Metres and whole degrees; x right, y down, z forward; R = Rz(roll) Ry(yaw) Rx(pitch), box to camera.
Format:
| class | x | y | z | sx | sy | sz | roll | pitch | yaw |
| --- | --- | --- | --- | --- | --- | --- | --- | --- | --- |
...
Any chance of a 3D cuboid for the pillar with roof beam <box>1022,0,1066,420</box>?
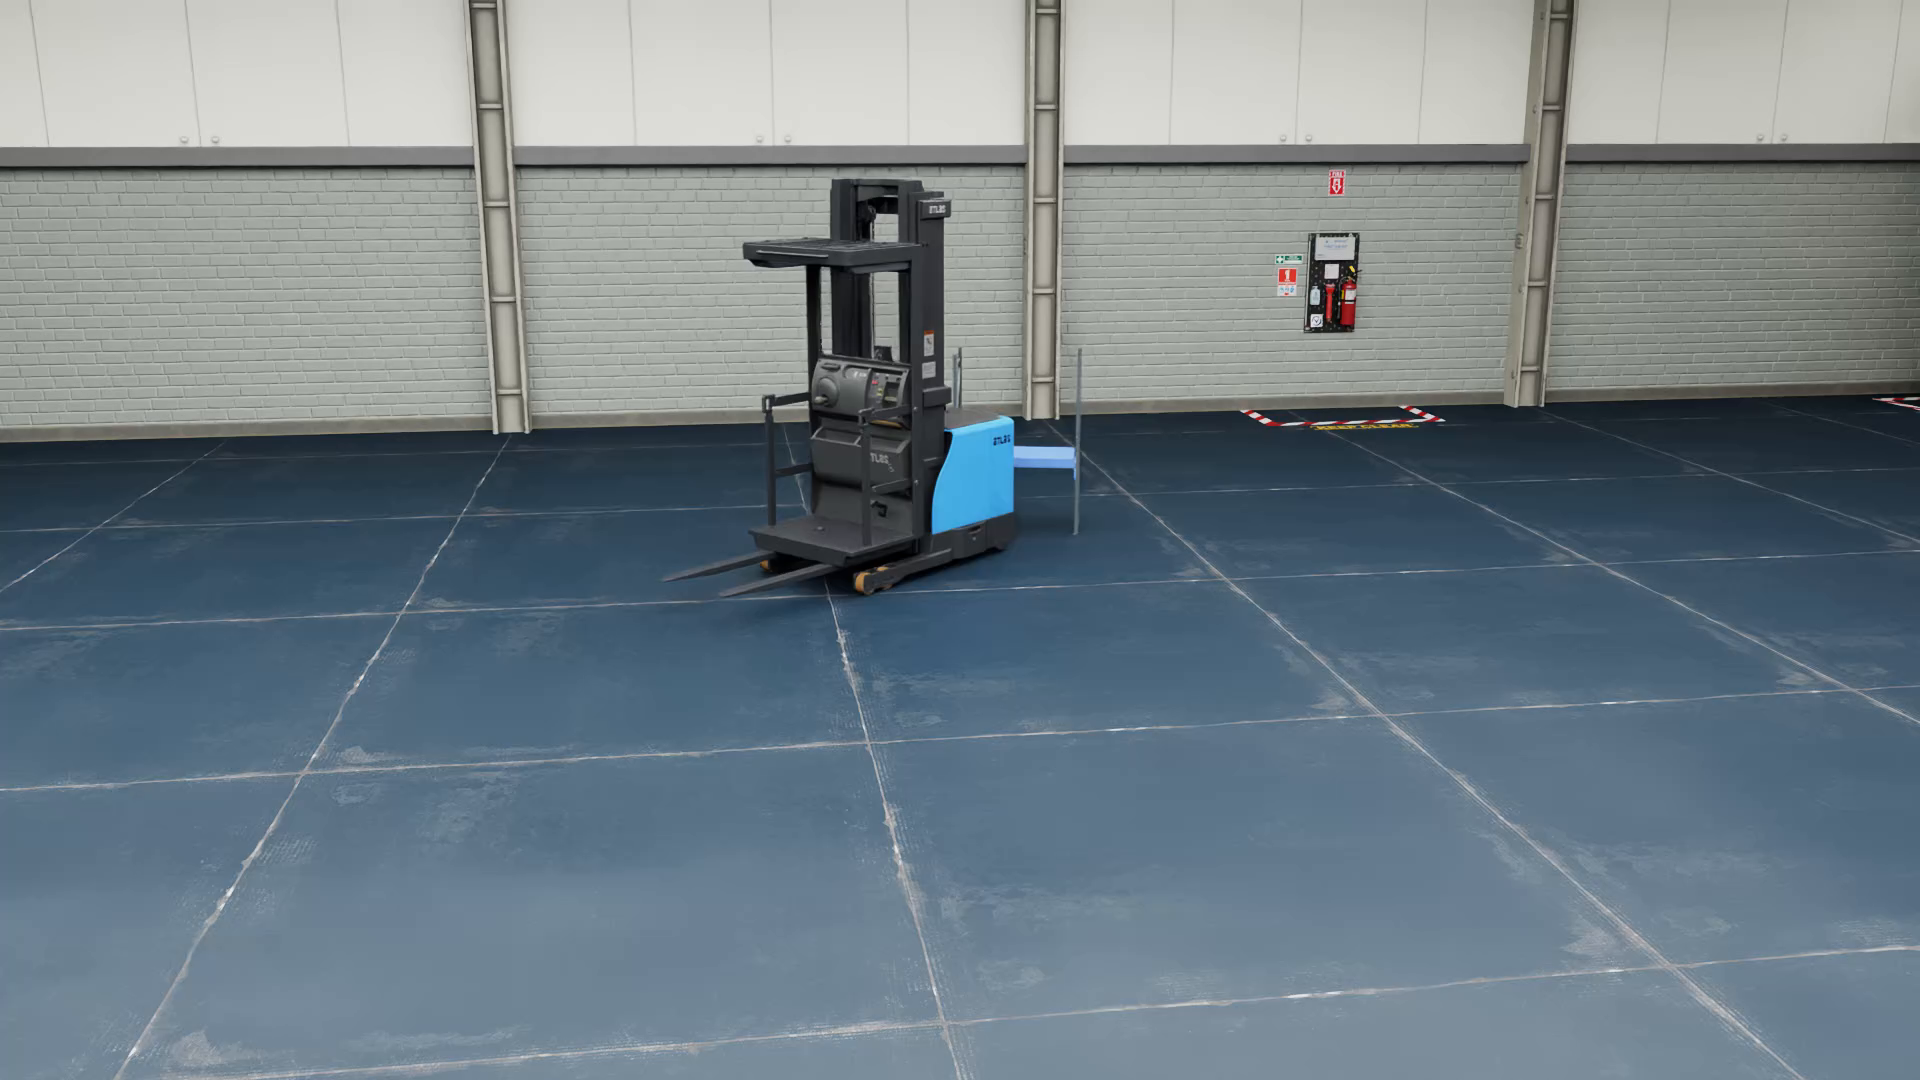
| class | x | y | z | sx | sy | sz | roll | pitch | yaw |
| --- | --- | --- | --- | --- | --- | --- | --- | --- | --- |
| pillar with roof beam | 1.583 | -4.761 | 14.209 | 0.400 | 9.000 | 9.100 | -2 | 14 | -8 |

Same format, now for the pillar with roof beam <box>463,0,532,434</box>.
| class | x | y | z | sx | sy | sz | roll | pitch | yaw |
| --- | --- | --- | --- | --- | --- | --- | --- | --- | --- |
| pillar with roof beam | -4.350 | -4.544 | 13.342 | 0.400 | 9.000 | 9.100 | -2 | 14 | -8 |

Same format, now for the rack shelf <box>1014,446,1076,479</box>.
| class | x | y | z | sx | sy | sz | roll | pitch | yaw |
| --- | --- | --- | --- | --- | --- | --- | --- | --- | --- |
| rack shelf | 0.485 | -0.665 | 14.030 | 1.000 | 0.185 | 0.538 | 1 | 14 | 5 |

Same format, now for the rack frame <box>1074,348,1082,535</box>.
| class | x | y | z | sx | sy | sz | roll | pitch | yaw |
| --- | --- | --- | --- | --- | --- | --- | --- | --- | --- |
| rack frame | 0.991 | -0.828 | 13.942 | 0.032 | 1.500 | 0.500 | 1 | 14 | 5 |

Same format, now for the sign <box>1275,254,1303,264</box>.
| class | x | y | z | sx | sy | sz | roll | pitch | yaw |
| --- | --- | --- | --- | --- | --- | --- | --- | --- | --- |
| sign | 3.869 | -3.301 | 19.556 | 0.331 | 0.109 | 0.001 | -2 | 14 | -8 |

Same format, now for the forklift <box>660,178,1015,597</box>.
| class | x | y | z | sx | sy | sz | roll | pitch | yaw |
| --- | --- | --- | --- | --- | --- | --- | --- | --- | --- |
| forklift | -0.887 | -1.159 | 12.318 | 1.130 | 2.935 | 3.031 | 12 | 18 | 39 |

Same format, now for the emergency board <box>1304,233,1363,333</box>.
| class | x | y | z | sx | sy | sz | roll | pitch | yaw |
| --- | --- | --- | --- | --- | --- | --- | --- | --- | --- |
| emergency board | 4.425 | -3.024 | 19.614 | 0.643 | 1.169 | 0.194 | -2 | 14 | -8 |

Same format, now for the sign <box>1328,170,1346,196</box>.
| class | x | y | z | sx | sy | sz | roll | pitch | yaw |
| --- | --- | --- | --- | --- | --- | --- | --- | --- | --- |
| sign | 4.402 | -4.172 | 19.427 | 0.199 | 0.298 | 0.001 | -2 | 14 | -8 |

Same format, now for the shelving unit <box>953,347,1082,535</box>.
| class | x | y | z | sx | sy | sz | roll | pitch | yaw |
| --- | --- | --- | --- | --- | --- | --- | --- | --- | --- |
| shelving unit | 0.485 | -0.840 | 13.986 | 1.048 | 1.500 | 0.538 | 1 | 14 | 5 |

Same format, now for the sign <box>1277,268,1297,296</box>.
| class | x | y | z | sx | sy | sz | roll | pitch | yaw |
| --- | --- | --- | --- | --- | --- | --- | --- | --- | --- |
| sign | 3.863 | -3.046 | 19.629 | 0.234 | 0.329 | 0.001 | -2 | 14 | -8 |

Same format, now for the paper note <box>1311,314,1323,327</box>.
| class | x | y | z | sx | sy | sz | roll | pitch | yaw |
| --- | --- | --- | --- | --- | --- | --- | --- | --- | --- |
| paper note | 4.240 | -2.607 | 19.762 | 0.142 | 0.148 | 0.016 | -2 | 14 | -8 |

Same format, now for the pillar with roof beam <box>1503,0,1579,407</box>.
| class | x | y | z | sx | sy | sz | roll | pitch | yaw |
| --- | --- | --- | --- | --- | --- | --- | --- | --- | --- |
| pillar with roof beam | 7.516 | -4.979 | 15.076 | 0.400 | 9.000 | 9.100 | -2 | 14 | -8 |

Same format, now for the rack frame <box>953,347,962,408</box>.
| class | x | y | z | sx | sy | sz | roll | pitch | yaw |
| --- | --- | --- | --- | --- | --- | --- | --- | --- | --- |
| rack frame | -0.022 | -0.851 | 14.030 | 0.032 | 1.500 | 0.500 | 1 | 14 | 5 |
